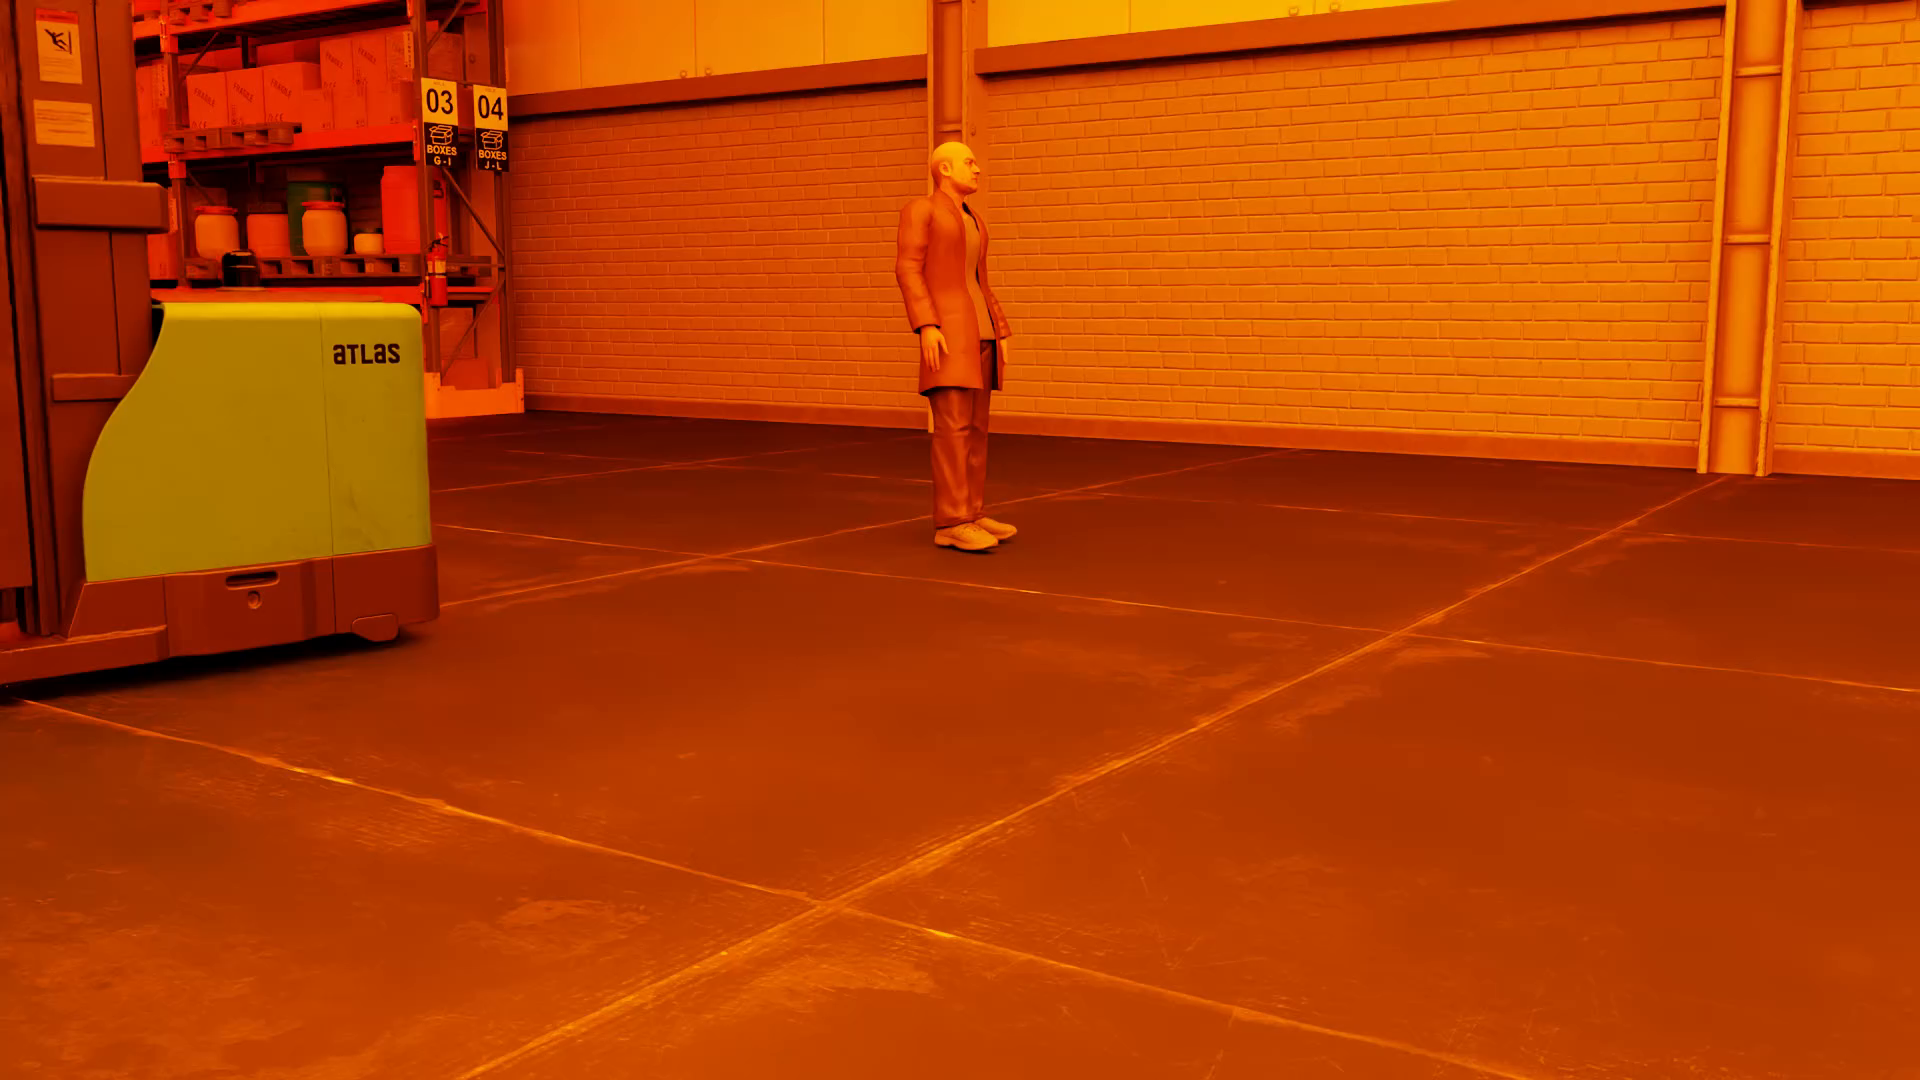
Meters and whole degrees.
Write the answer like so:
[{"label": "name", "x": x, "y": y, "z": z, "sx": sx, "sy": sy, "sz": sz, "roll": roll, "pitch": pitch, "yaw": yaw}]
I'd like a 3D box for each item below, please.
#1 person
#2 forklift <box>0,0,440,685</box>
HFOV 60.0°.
[{"label": "person", "x": 0.073, "y": -0.879, "z": 7.423, "sx": 0.582, "sy": 1.775, "sz": 0.696, "roll": 5, "pitch": 10, "yaw": 34}, {"label": "forklift", "x": -3.078, "y": -1.033, "z": 4.455, "sx": 3.031, "sy": 2.935, "sz": 1.130, "roll": -8, "pitch": 11, "yaw": -44}]
